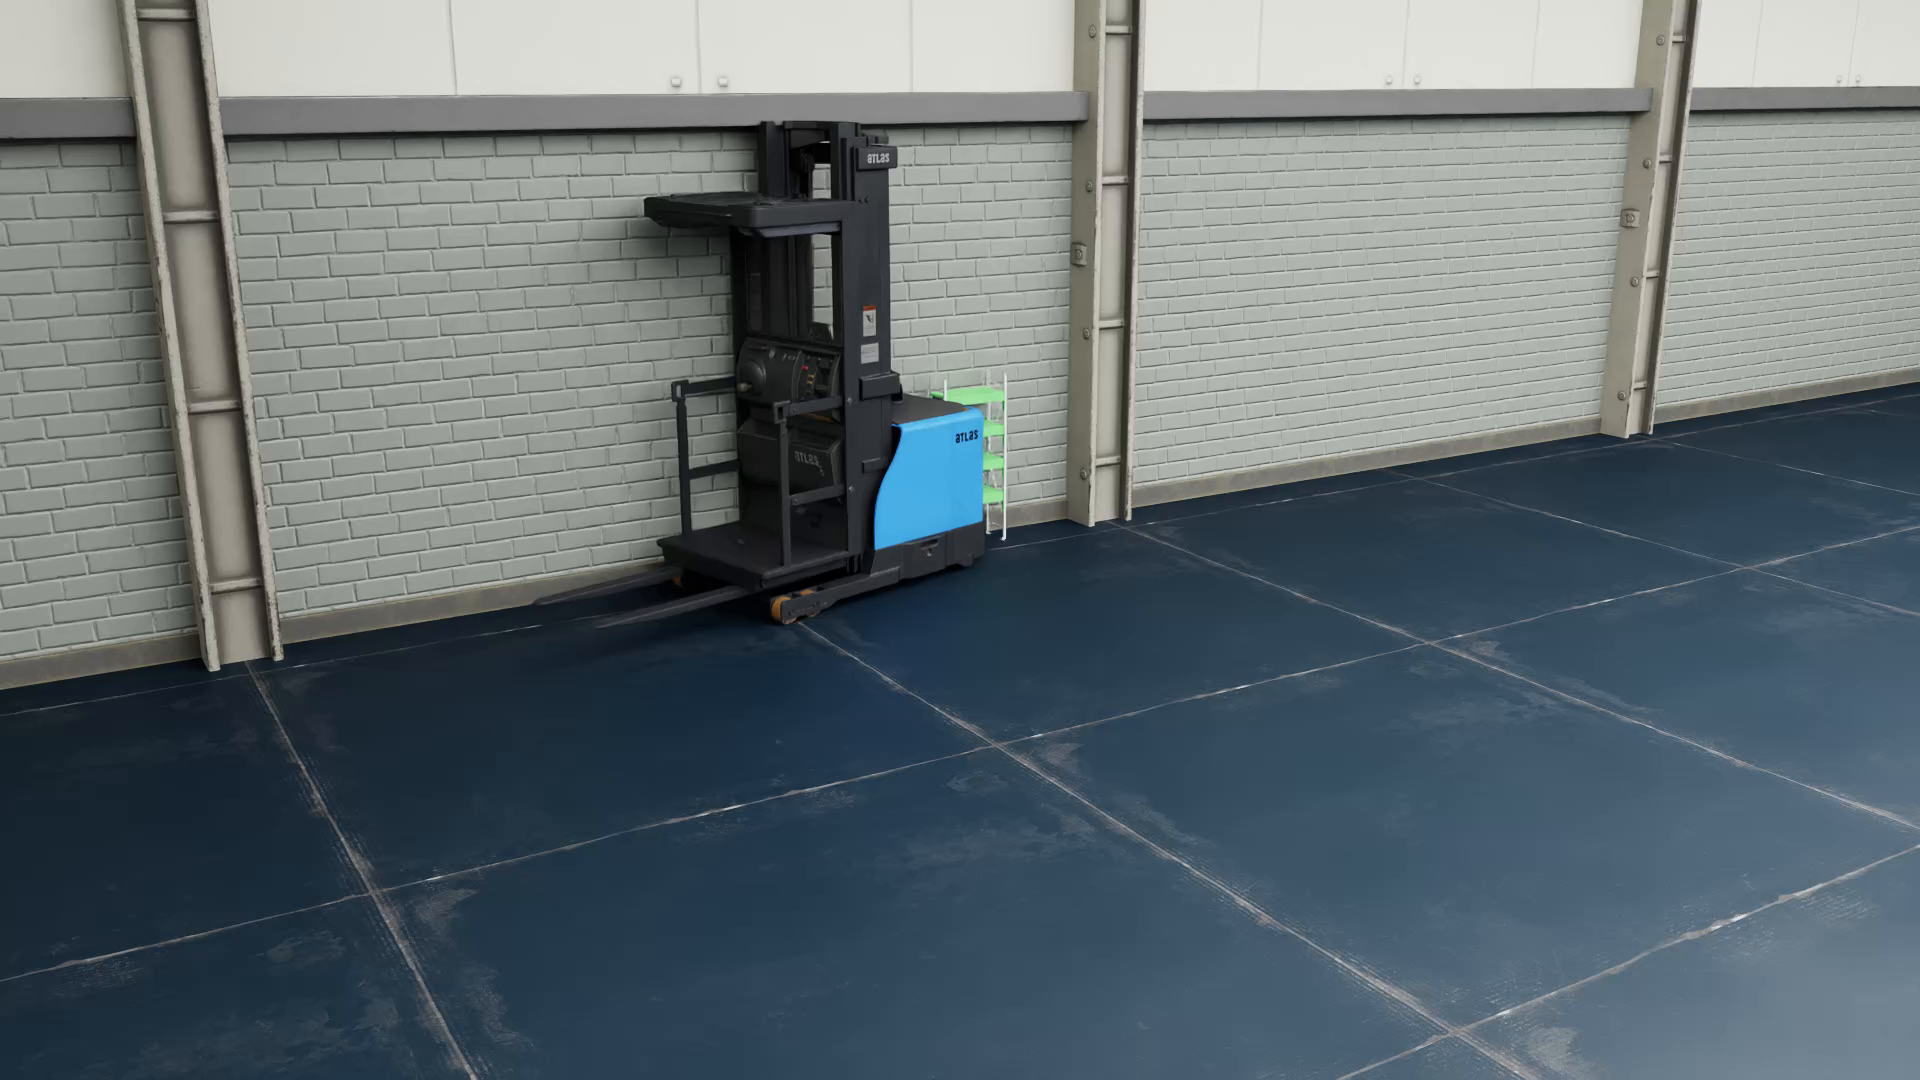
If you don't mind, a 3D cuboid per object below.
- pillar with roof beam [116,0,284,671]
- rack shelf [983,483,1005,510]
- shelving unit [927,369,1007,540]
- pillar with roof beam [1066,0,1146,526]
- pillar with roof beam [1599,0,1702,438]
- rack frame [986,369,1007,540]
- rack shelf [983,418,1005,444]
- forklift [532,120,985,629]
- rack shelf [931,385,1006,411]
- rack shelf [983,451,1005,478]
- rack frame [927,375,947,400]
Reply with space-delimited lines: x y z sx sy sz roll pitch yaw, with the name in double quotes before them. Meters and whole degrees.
"pillar with roof beam" -1.887 -2.665 4.744 0.400 9.000 9.100 -9 18 -30
"rack shelf" 0.049 -0.278 11.804 0.480 0.148 0.258 -9 18 -30
"shelving unit" 0.049 -0.571 11.722 0.503 1.200 0.258 -9 18 -30
"pillar with roof beam" 3.257 -3.499 7.720 0.400 9.000 9.100 -9 18 -30
"pillar with roof beam" 8.400 -4.333 10.695 0.400 9.000 9.100 -9 18 -30
"rack frame" 0.257 -0.605 11.845 0.015 1.200 0.240 -9 18 -30
"rack shelf" 0.049 -0.740 11.675 0.480 0.148 0.258 -9 18 -30
"forklift" -1.219 -1.058 10.253 1.130 2.935 3.031 15 21 42
"rack shelf" 0.049 -0.971 11.610 0.480 0.148 0.258 -9 18 -30
"rack shelf" 0.049 -0.509 11.739 0.480 0.148 0.258 -9 18 -30
"rack frame" -0.159 -0.536 11.599 0.015 1.200 0.240 -9 18 -30
